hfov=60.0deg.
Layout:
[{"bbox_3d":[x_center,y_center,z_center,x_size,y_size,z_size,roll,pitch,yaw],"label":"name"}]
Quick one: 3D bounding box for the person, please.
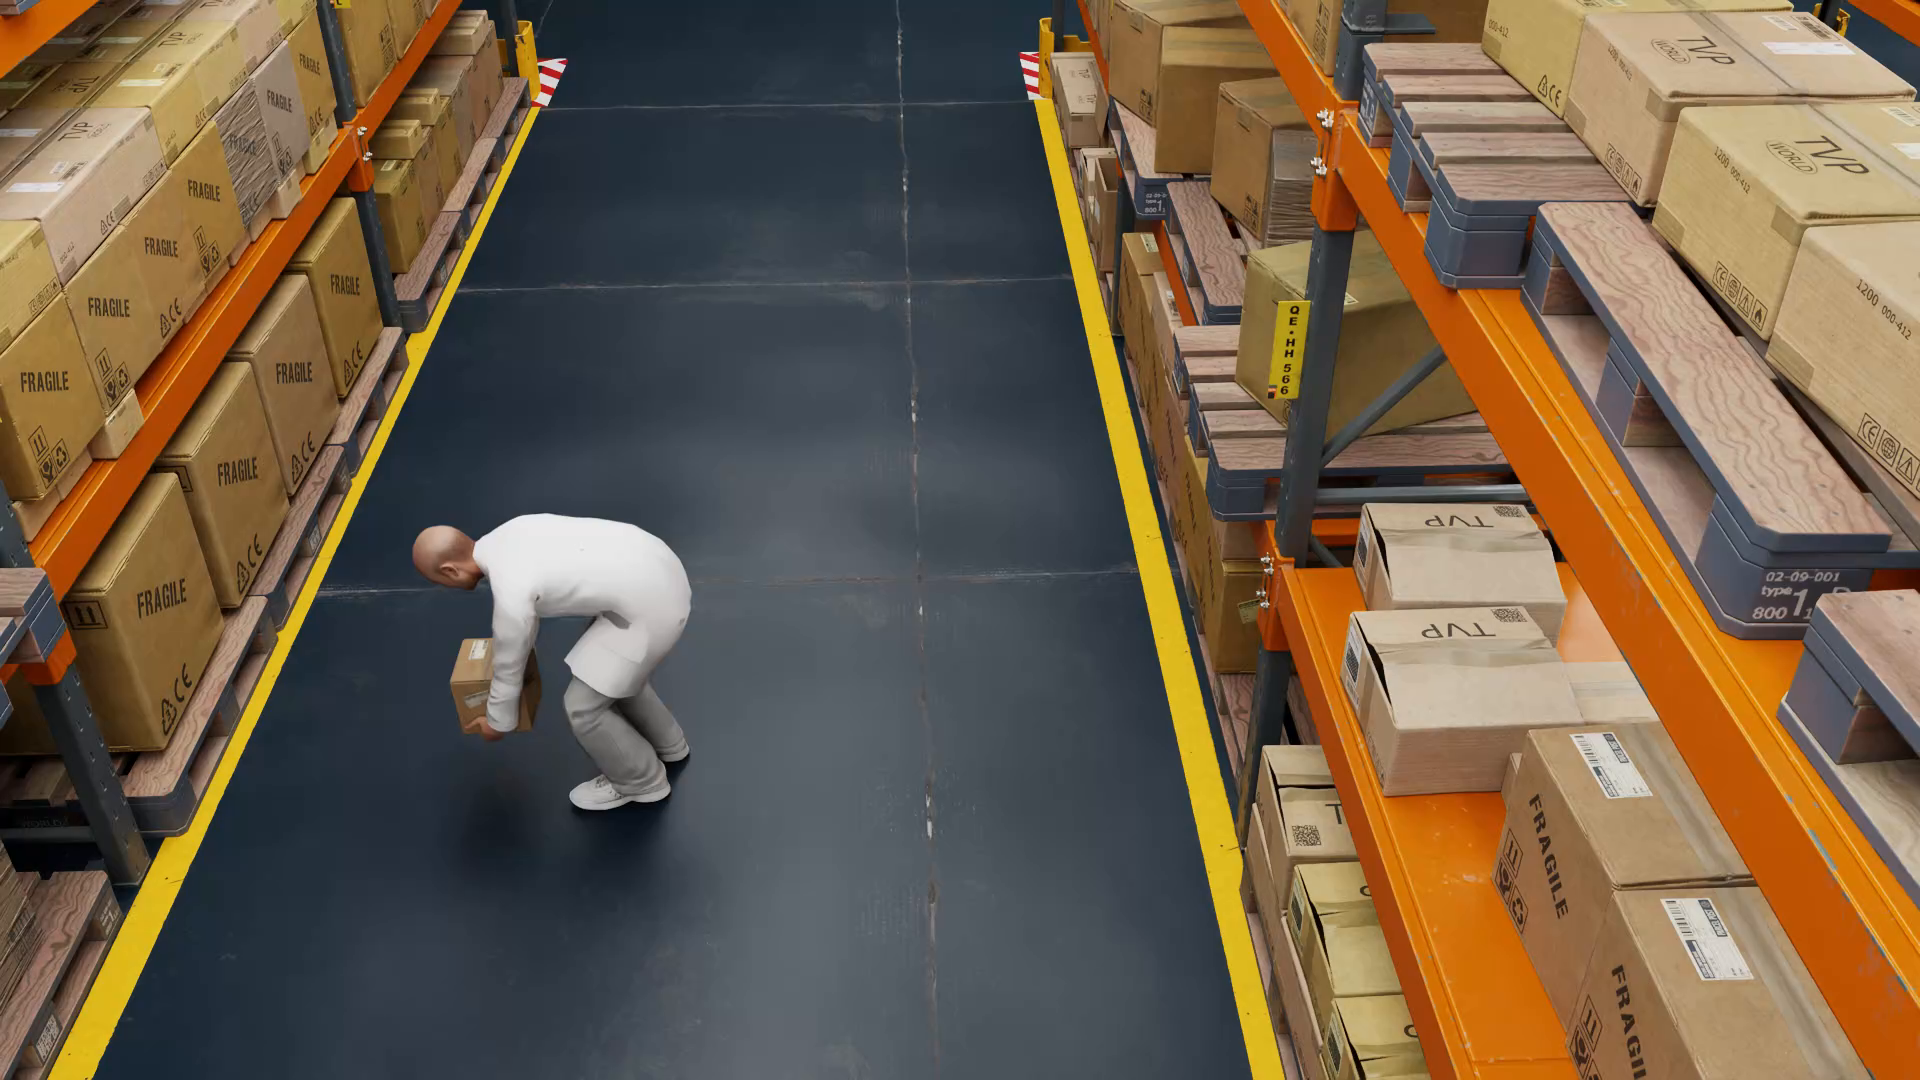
[{"bbox_3d":[-1.421,0.425,6.045,0.926,1.209,0.571,-3,35,-4],"label":"person"}]
